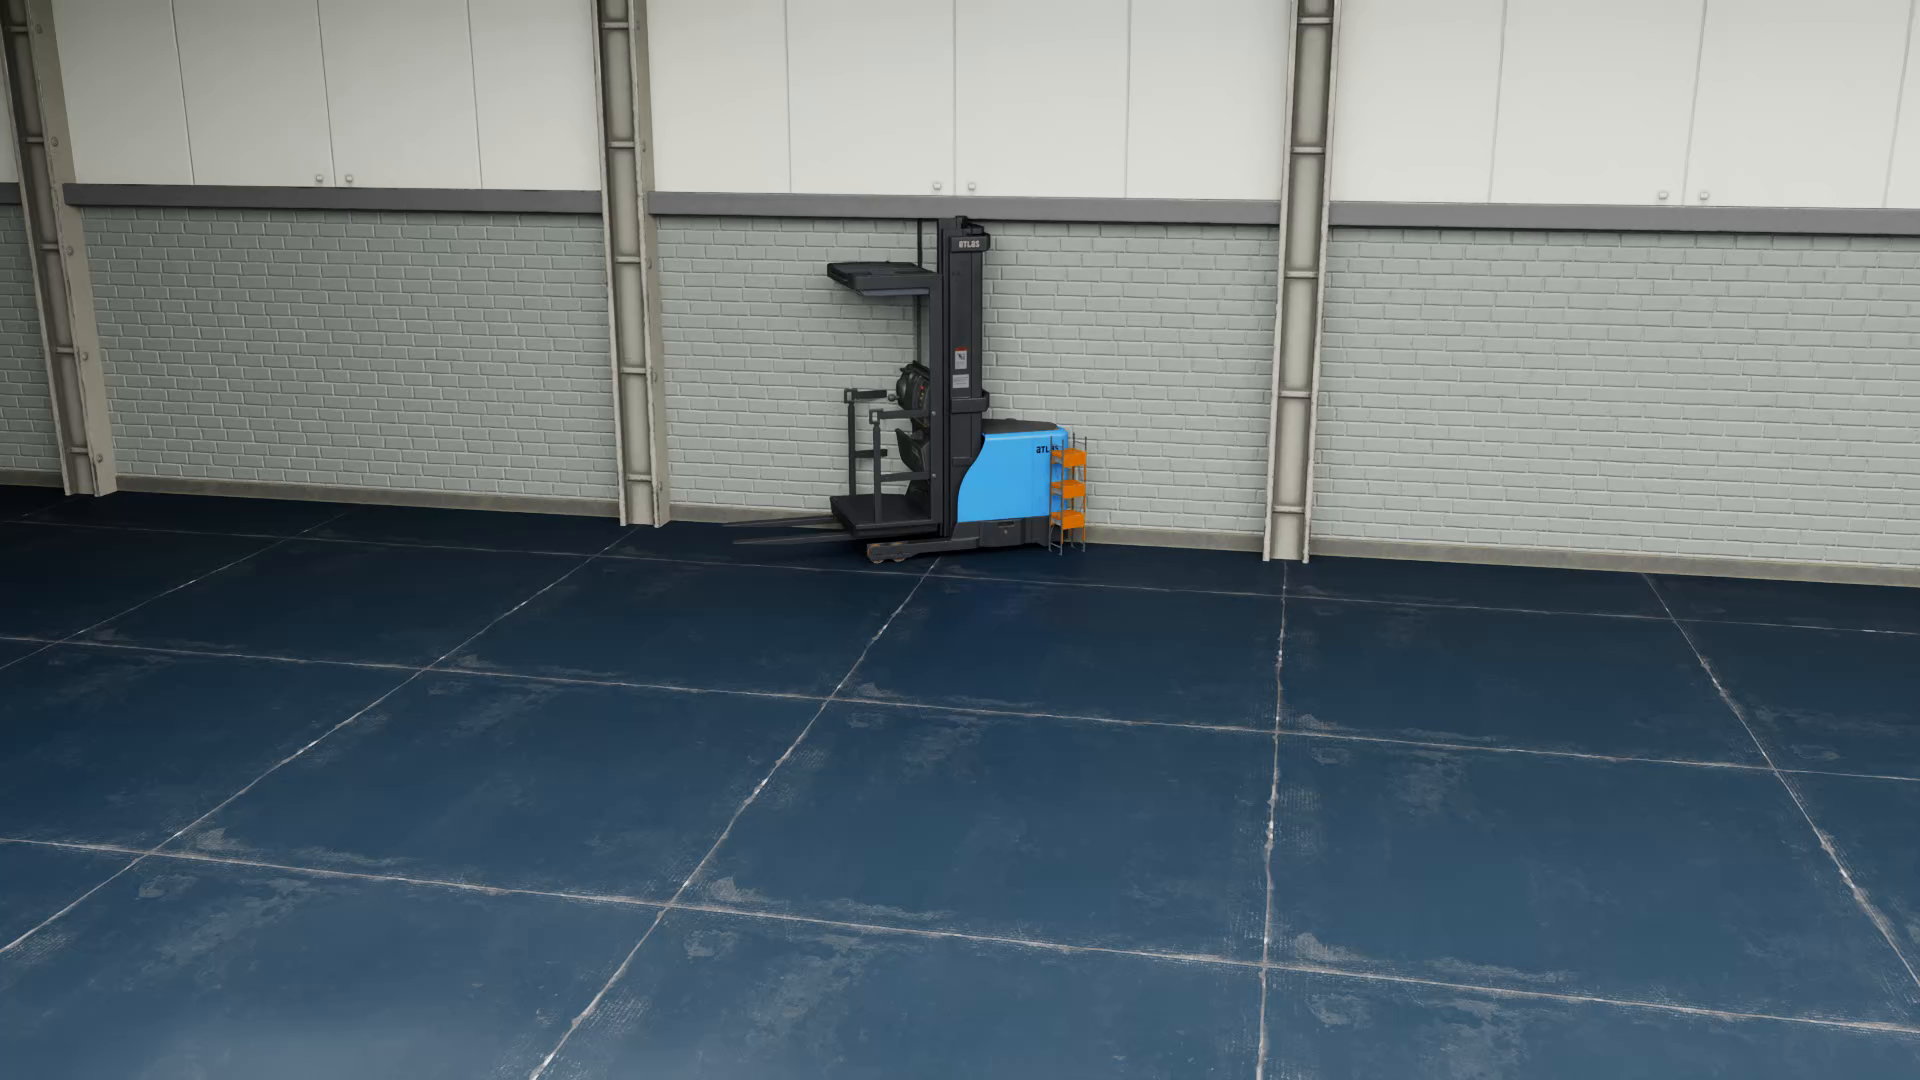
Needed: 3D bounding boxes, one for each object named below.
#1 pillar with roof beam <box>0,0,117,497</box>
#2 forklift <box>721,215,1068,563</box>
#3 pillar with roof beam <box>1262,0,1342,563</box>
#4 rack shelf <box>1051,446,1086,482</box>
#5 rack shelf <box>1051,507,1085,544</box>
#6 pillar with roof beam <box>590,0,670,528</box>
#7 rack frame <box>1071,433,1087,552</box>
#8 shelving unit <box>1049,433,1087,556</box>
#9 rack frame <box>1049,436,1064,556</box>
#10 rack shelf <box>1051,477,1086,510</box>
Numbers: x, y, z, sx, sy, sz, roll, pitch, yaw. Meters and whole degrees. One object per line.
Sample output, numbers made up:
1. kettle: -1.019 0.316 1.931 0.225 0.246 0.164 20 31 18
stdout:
1. pillar with roof beam: -9.735 -3.698 11.744 0.400 9.000 9.100 3 16 11
2. forklift: -0.598 -1.366 14.690 3.031 2.935 1.130 -4 16 -16
3. pillar with roof beam: 2.024 -3.060 9.439 0.400 9.000 9.100 3 16 11
4. rack shelf: 0.954 -0.670 14.681 0.240 0.259 0.215 -9 18 -30
5. rack shelf: 0.954 -0.129 14.830 0.240 0.259 0.215 -9 18 -30
6. pillar with roof beam: -3.856 -3.379 10.591 0.400 9.000 9.100 3 16 11
7. rack frame: 1.059 -0.424 14.814 0.008 1.050 0.200 -9 18 -30
8. shelving unit: 0.954 -0.407 14.753 0.252 1.050 0.215 -9 18 -30
9. rack frame: 0.850 -0.390 14.693 0.008 1.050 0.200 -9 18 -30
10. rack shelf: 0.954 -0.397 14.756 0.240 0.259 0.215 -9 18 -30
